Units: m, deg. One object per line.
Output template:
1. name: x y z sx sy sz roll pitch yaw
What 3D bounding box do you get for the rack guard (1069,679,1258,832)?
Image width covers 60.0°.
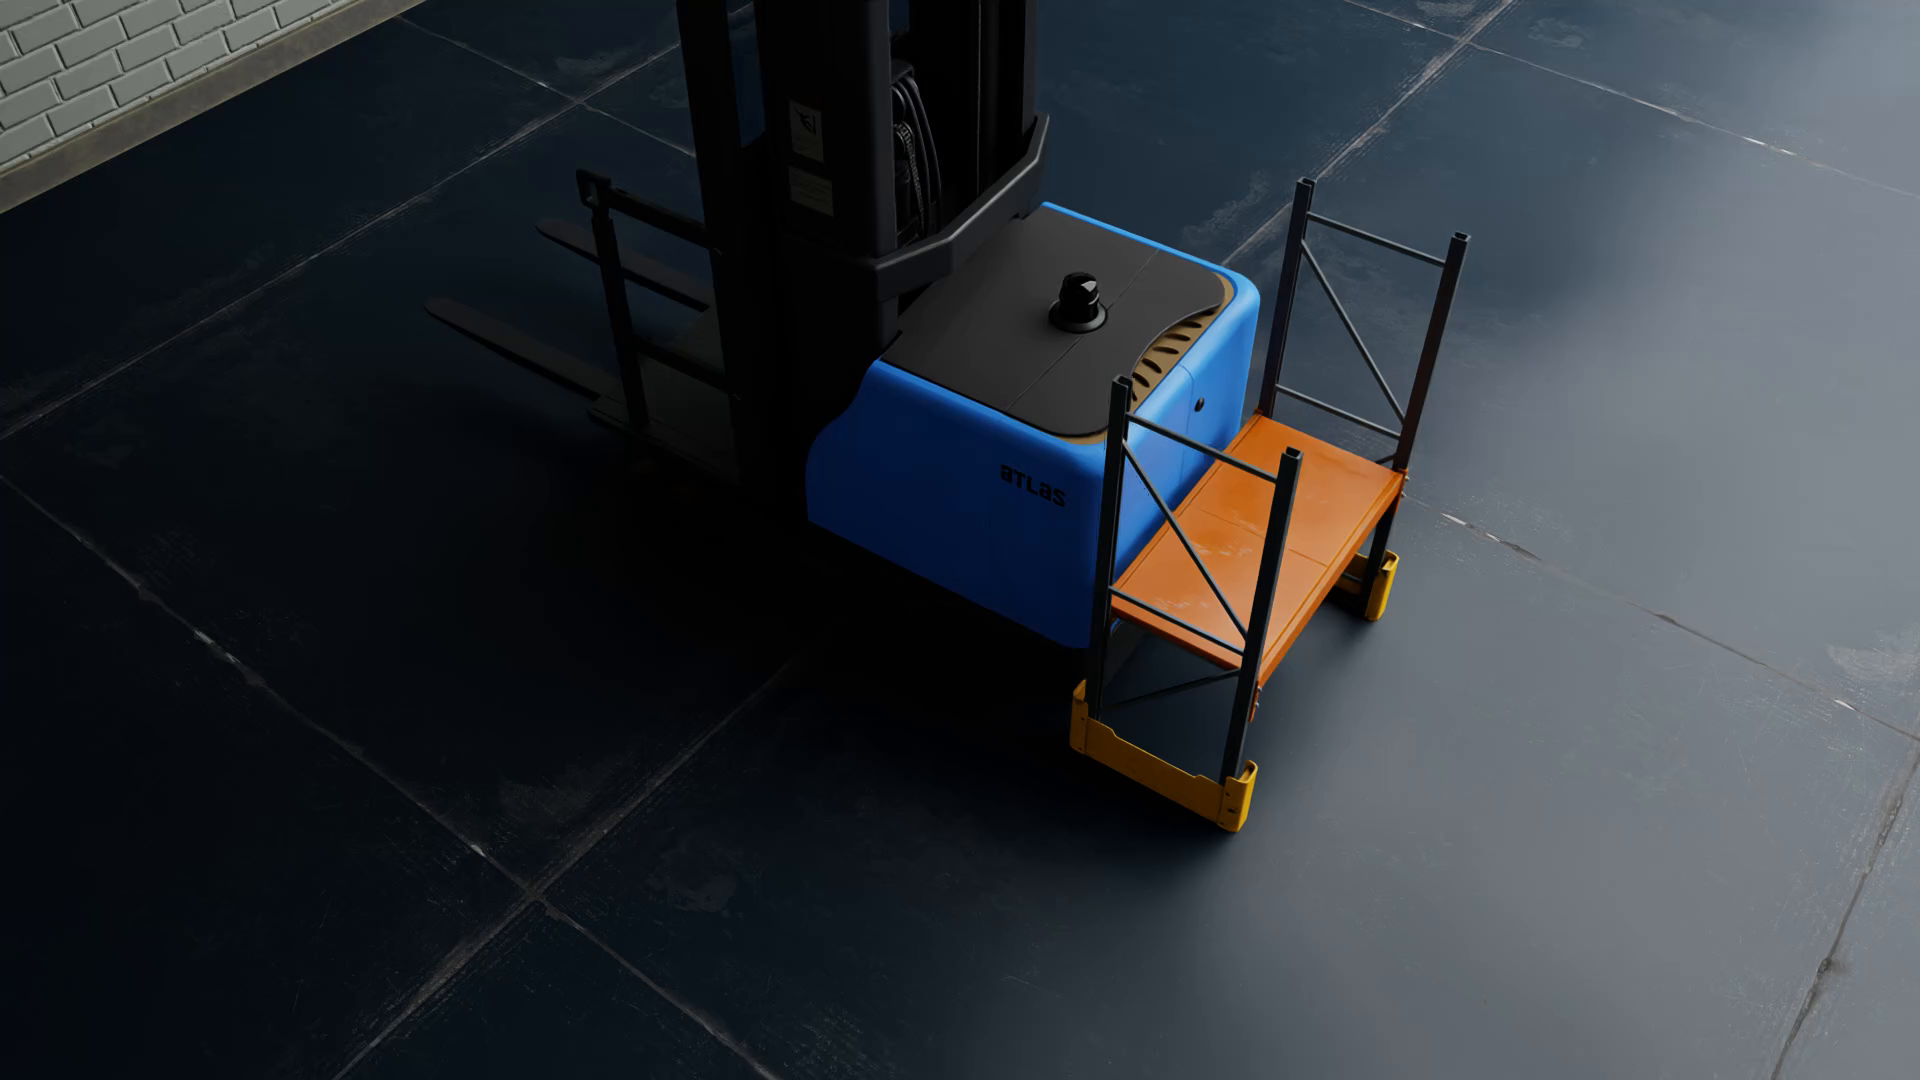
1. rack guard: 0.596 0.642 4.964 0.587 0.250 0.087 26 52 23

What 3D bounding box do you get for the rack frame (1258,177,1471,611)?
1. rack frame: 1.154 -0.388 5.083 0.500 1.500 0.032 26 52 23

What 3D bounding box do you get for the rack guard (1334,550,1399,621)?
1. rack guard: 1.153 0.045 5.534 0.587 0.250 0.087 26 52 23

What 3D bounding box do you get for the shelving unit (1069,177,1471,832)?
1. shelving unit: 0.875 -0.088 4.797 0.587 1.500 1.083 26 52 23

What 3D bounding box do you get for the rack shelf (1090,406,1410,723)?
1. rack shelf: 0.870 0.041 4.922 0.538 0.185 1.000 26 52 23

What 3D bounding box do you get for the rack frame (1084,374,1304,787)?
1. rack frame: 0.586 0.222 4.501 0.500 1.500 0.032 26 52 23

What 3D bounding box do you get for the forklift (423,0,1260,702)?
1. forklift: -0.588 -1.348 5.010 3.031 2.935 1.130 25 51 22
